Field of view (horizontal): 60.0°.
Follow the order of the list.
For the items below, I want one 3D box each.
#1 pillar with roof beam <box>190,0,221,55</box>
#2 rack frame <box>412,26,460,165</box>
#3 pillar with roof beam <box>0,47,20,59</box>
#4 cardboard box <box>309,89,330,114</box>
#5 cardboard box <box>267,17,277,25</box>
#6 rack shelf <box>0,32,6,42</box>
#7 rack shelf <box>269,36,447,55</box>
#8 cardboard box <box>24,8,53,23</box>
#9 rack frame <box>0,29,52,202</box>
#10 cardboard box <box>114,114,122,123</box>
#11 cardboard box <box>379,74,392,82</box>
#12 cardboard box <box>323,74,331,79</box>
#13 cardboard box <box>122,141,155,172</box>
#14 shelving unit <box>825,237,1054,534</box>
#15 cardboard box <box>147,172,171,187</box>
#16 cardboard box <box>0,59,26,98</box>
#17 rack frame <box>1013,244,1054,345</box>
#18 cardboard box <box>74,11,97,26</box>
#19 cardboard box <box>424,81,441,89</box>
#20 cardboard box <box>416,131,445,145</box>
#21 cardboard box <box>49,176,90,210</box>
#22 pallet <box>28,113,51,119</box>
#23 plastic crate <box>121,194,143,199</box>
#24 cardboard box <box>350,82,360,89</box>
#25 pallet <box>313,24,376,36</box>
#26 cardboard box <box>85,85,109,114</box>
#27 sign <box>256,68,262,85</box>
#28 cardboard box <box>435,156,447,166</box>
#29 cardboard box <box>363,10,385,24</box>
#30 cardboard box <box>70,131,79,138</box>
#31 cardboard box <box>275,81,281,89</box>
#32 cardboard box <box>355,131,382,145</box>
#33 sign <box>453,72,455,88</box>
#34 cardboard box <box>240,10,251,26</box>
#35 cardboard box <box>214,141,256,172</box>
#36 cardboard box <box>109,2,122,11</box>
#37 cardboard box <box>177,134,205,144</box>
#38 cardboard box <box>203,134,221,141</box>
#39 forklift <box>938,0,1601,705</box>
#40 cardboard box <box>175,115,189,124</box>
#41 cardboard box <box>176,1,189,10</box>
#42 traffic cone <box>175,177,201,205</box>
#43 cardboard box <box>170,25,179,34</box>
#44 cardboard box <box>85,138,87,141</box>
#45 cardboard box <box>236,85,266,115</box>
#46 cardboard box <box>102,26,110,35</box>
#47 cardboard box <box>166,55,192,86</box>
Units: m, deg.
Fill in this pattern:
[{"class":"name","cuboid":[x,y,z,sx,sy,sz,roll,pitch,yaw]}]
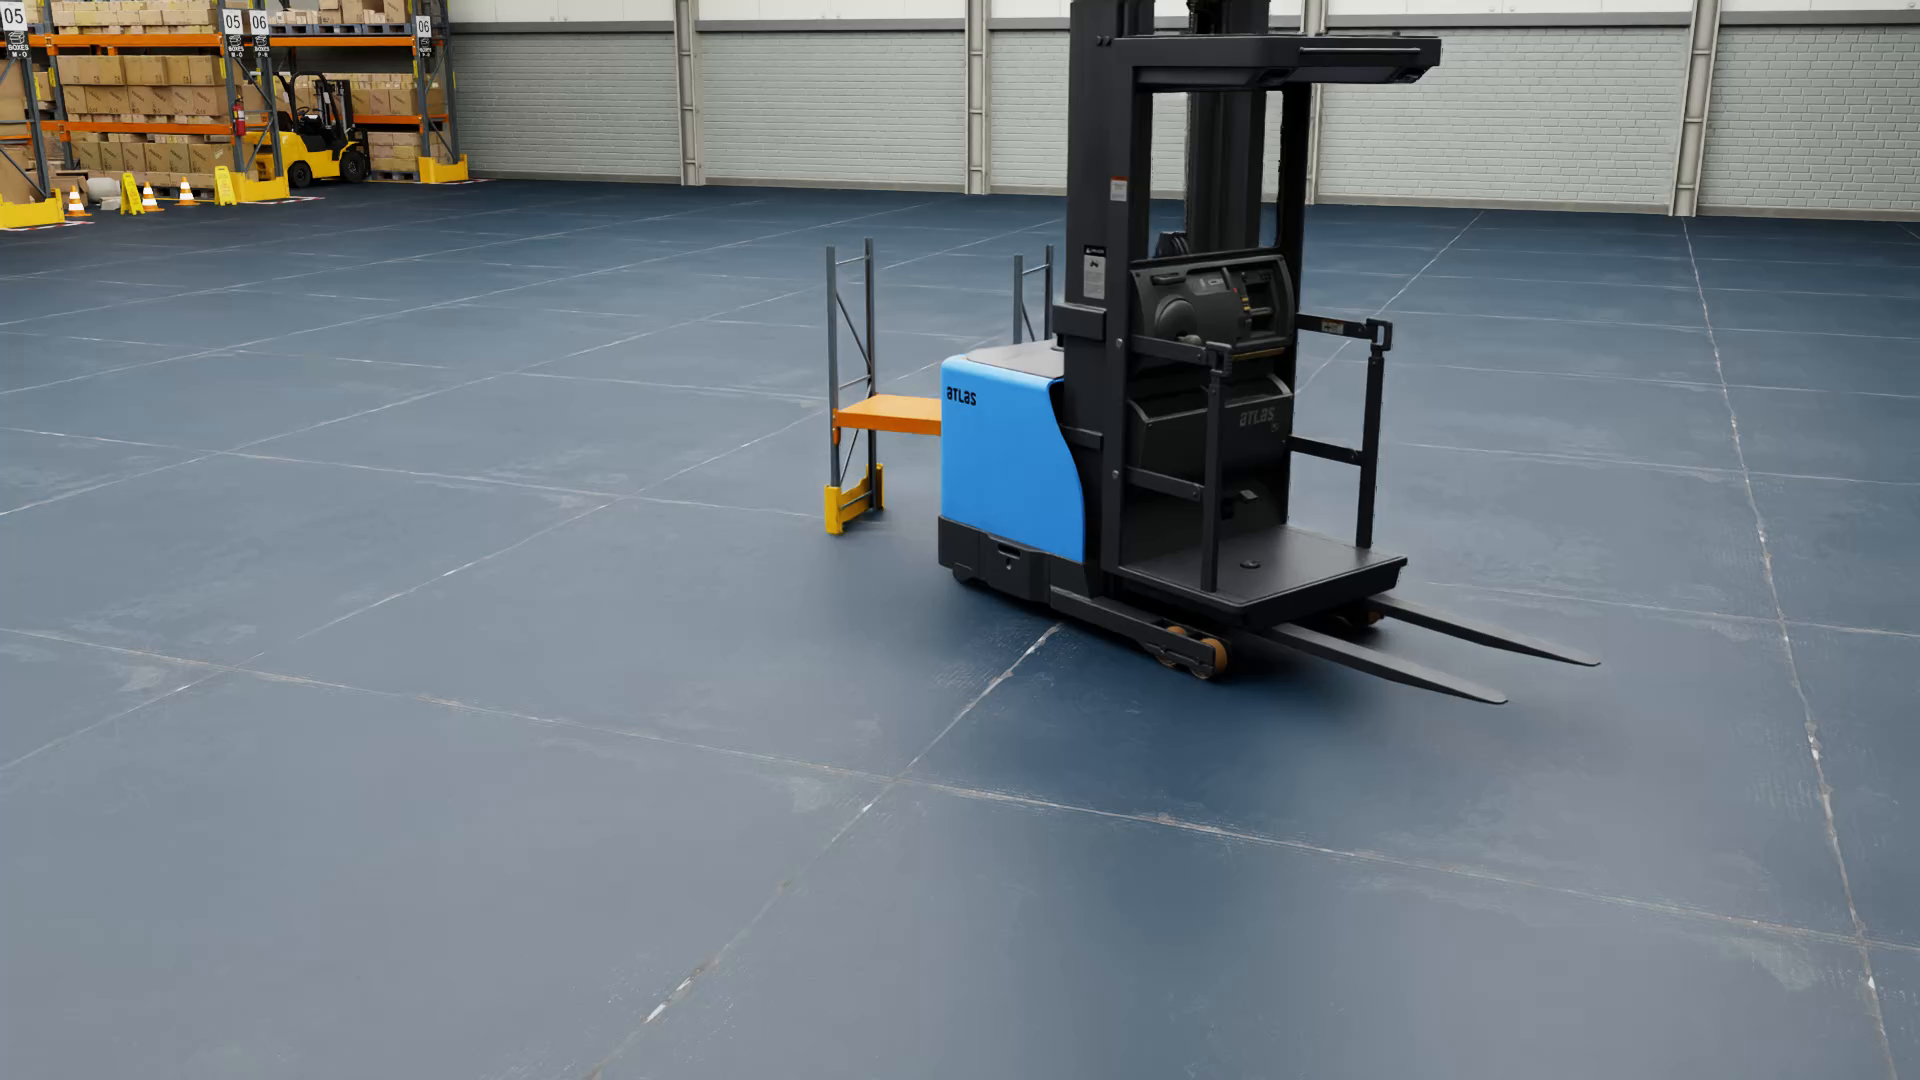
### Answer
[{"class":"pillar with roof beam","cuboid":[-17.995,-11.440,31.940,0.400,9.000,9.100,6,17,21]},{"class":"rack frame","cuboid":[-10.517,-8.757,33.457,0.127,3.000,1.000,6,17,21]},{"class":"pillar with roof beam","cuboid":[-23.577,-12.054,34.054,0.400,9.000,9.100,6,17,21]},{"class":"cardboard box","cuboid":[-12.959,-9.001,34.117,0.500,0.500,0.500,6,17,20]},{"class":"cardboard box","cuboid":[-13.932,-10.611,33.982,0.250,0.149,0.380,7,17,22]},{"class":"rack shelf","cuboid":[-15.918,-7.475,24.951,4.000,0.370,1.077,6,17,21]},{"class":"rack shelf","cuboid":[-12.378,-10.057,33.844,4.000,0.370,1.077,6,17,21]},{"class":"cardboard box","cuboid":[-16.652,-9.471,30.052,0.500,0.250,0.500,6,17,20]},{"class":"rack frame","cuboid":[-14.057,-6.175,24.564,0.127,3.000,1.000,6,17,21]},{"class":"cardboard box","cuboid":[-14.892,-7.557,29.775,0.250,0.149,0.380,6,17,20]},{"class":"cardboard box","cuboid":[-11.422,-9.278,33.377,0.250,0.149,0.380,7,17,22]},{"class":"cardboard box","cuboid":[-12.823,-9.448,33.961,0.250,0.149,0.380,6,17,20]},{"class":"cardboard box","cuboid":[-14.622,-6.884,29.840,0.500,0.500,0.500,7,18,24]},{"class":"shelving unit","cuboid":[-0.109,-0.779,8.666,1.083,1.500,0.587,7,17,22]},{"class":"cardboard box","cuboid":[-14.153,-6.470,29.760,0.500,0.250,0.500,6,17,19]},{"class":"cardboard box","cuboid":[-14.388,-6.814,24.558,0.550,0.550,0.875,6,17,21]},{"class":"rack frame","cuboid":[0.370,-0.724,8.476,0.032,1.500,0.500,7,17,22]},{"class":"cardboard box","cuboid":[-15.264,-9.223,29.419,0.500,0.250,0.500,6,17,20]},{"class":"cardboard box","cuboid":[-10.738,-9.218,33.704,0.250,0.149,0.380,6,17,19]},{"class":"cardboard box","cuboid":[-10.895,-8.217,33.981,0.500,0.250,0.500,6,17,20]},{"class":"cardboard box","cuboid":[-14.898,-5.793,27.727,0.637,0.503,0.797,-5,17,-18]},{"class":"pallet","cuboid":[-17.920,-8.004,31.206,1.213,0.211,1.003,6,17,21]},{"class":"plastic crate","cuboid":[-14.896,-6.103,29.552,0.583,0.080,0.402,0,16,1]},{"class":"cardboard box","cuboid":[-12.145,-9.204,33.655,0.250,0.149,0.380,6,17,21]},{"class":"pallet","cuboid":[-12.304,-10.358,33.752,1.213,0.211,1.003,6,17,21]},{"class":"cardboard box","cuboid":[-15.273,-7.907,29.816,0.500,0.500,0.500,6,17,20]},{"class":"sign","cuboid":[-14.428,-9.542,34.228,0.005,0.325,0.100,6,17,21]},{"class":"cardboard box","cuboid":[-10.902,-7.739,34.130,0.500,0.250,0.500,6,17,21]},{"class":"cardboard box","cuboid":[-11.635,-10.415,33.096,0.258,0.266,0.396,6,17,21]},{"class":"cardboard box","cuboid":[-19.467,-8.995,36.845,0.250,0.149,0.380,6,17,20]},{"class":"cardboard box","cuboid":[-14.038,-9.425,34.415,0.250,0.149,0.380,6,17,20]},{"class":"cardboard box","cuboid":[-12.010,-8.184,33.870,0.500,0.250,0.500,7,17,21]},{"class":"sign","cuboid":[-10.308,-9.354,33.819,0.005,0.325,0.100,6,17,21]},{"class":"cardboard box","cuboid":[-12.705,-9.101,28.998,0.500,0.250,0.500,6,17,20]},{"class":"cardboard box","cuboid":[-13.006,-6.867,29.781,0.500,0.500,0.500,6,17,19]},{"class":"cardboard box","cuboid":[-14.651,-9.345,29.124,0.250,0.149,0.380,6,17,20]},{"class":"cardboard box","cuboid":[-13.542,-7.056,29.270,0.250,0.149,0.380,7,18,22]},{"class":"cardboard box","cuboid":[-16.147,-8.436,35.857,0.625,0.625,0.875,6,17,18]},{"class":"forklift","cuboid":[1.213,-1.001,6.864,1.130,2.935,3.031,-13,21,-37]},{"class":"cardboard box","cuboid":[-13.519,-7.379,29.161,0.250,0.149,0.380,7,17,22]},{"class":"cardboard box","cuboid":[-13.228,-9.188,28.581,0.250,0.149,0.380,6,17,20]},{"class":"traffic cone","cuboid":[-13.208,-5.960,28.375,0.334,0.463,0.336,6,17,21]},{"class":"cardboard box","cuboid":[-13.459,-8.849,28.846,0.250,0.149,0.380,6,17,21]},{"class":"cardboard box","cuboid":[-18.893,-8.618,36.709,0.500,0.500,0.500,6,17,20]},{"class":"cardboard box","cuboid":[-12.674,-7.780,29.381,0.500,0.500,0.500,6,17,20]},{"class":"cardboard box","cuboid":[-14.899,-8.999,29.360,0.250,0.149,0.380,6,17,19]},{"class":"cardboard box","cuboid":[-13.358,-8.190,28.997,0.500,0.500,0.700,6,17,21]}]
